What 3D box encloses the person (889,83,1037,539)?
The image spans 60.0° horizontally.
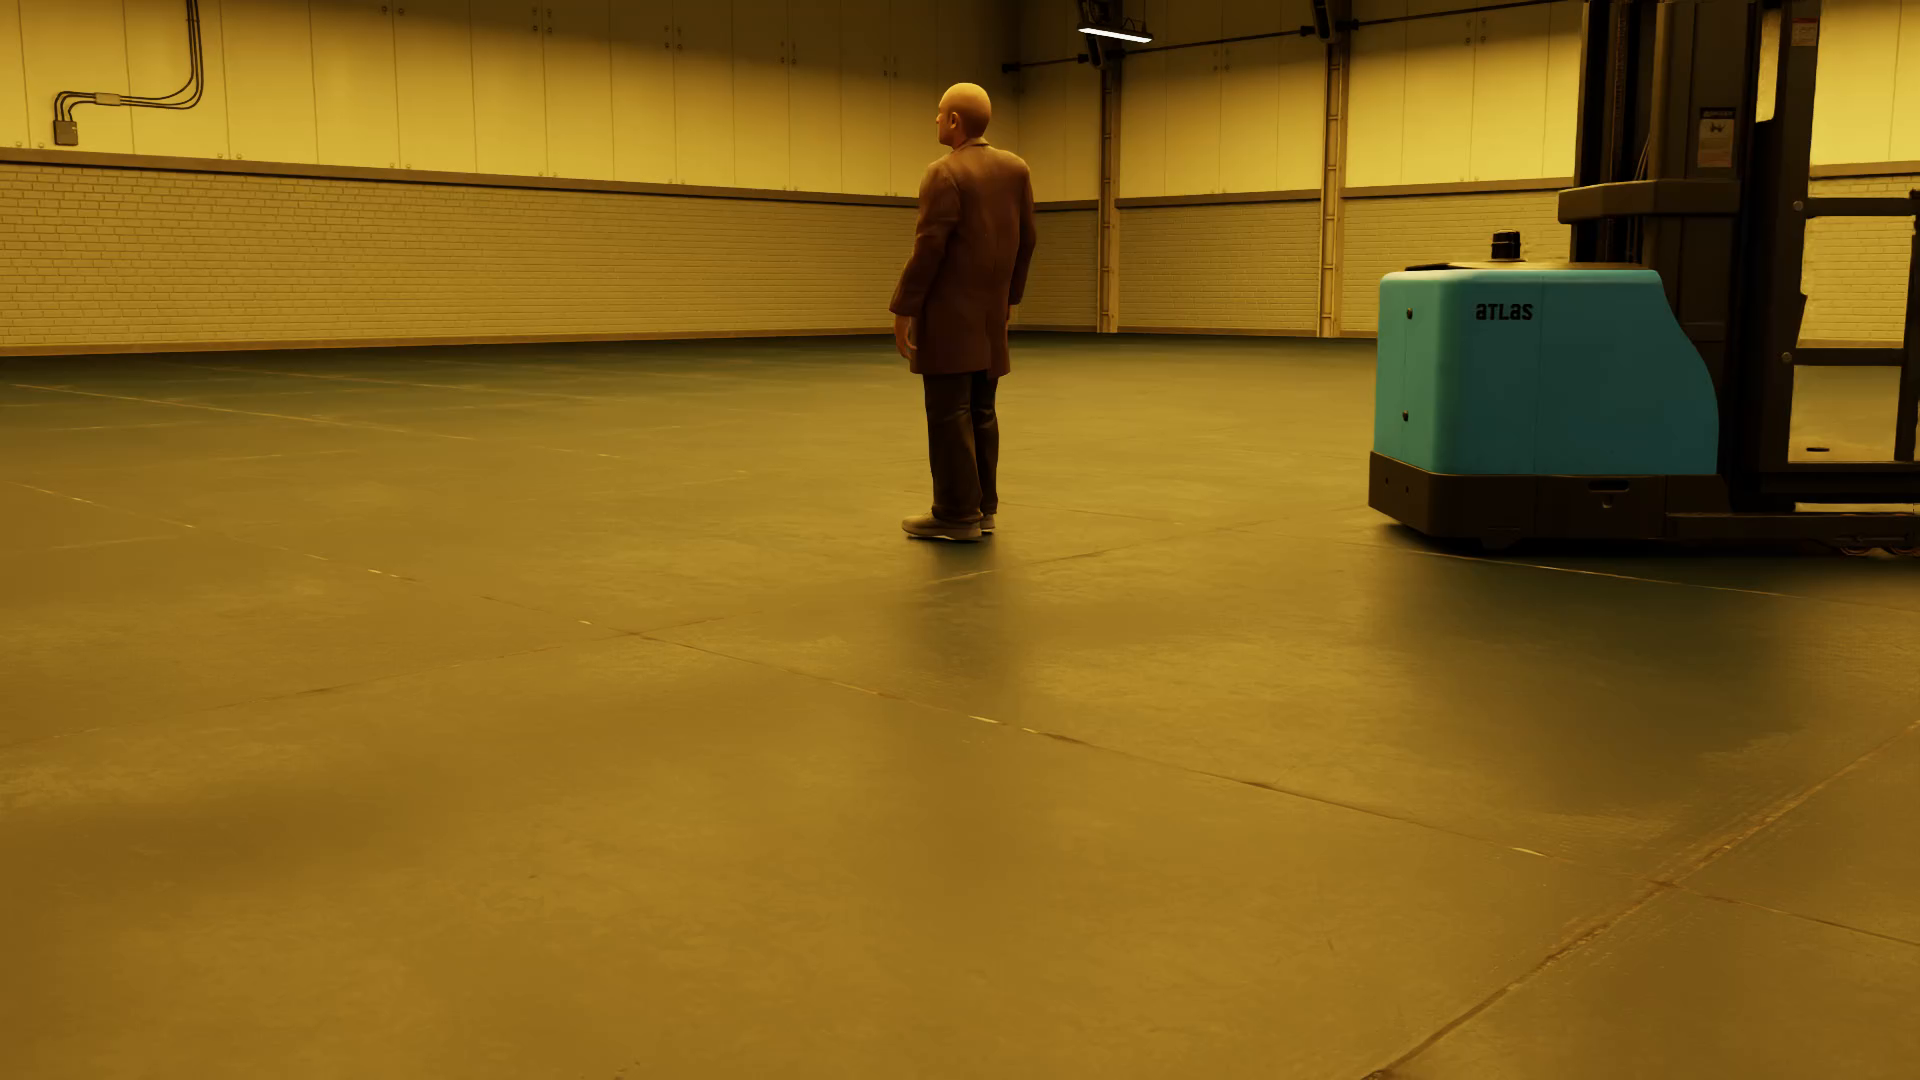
[{"bbox_3d":[-0.062,-0.896,6.650,0.582,1.776,0.696,8,12,43],"label":"person"}]

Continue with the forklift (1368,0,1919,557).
[{"bbox_3d":[3.292,-1.465,6.600,3.031,2.935,1.130,0,9,-1],"label":"forklift"}]
